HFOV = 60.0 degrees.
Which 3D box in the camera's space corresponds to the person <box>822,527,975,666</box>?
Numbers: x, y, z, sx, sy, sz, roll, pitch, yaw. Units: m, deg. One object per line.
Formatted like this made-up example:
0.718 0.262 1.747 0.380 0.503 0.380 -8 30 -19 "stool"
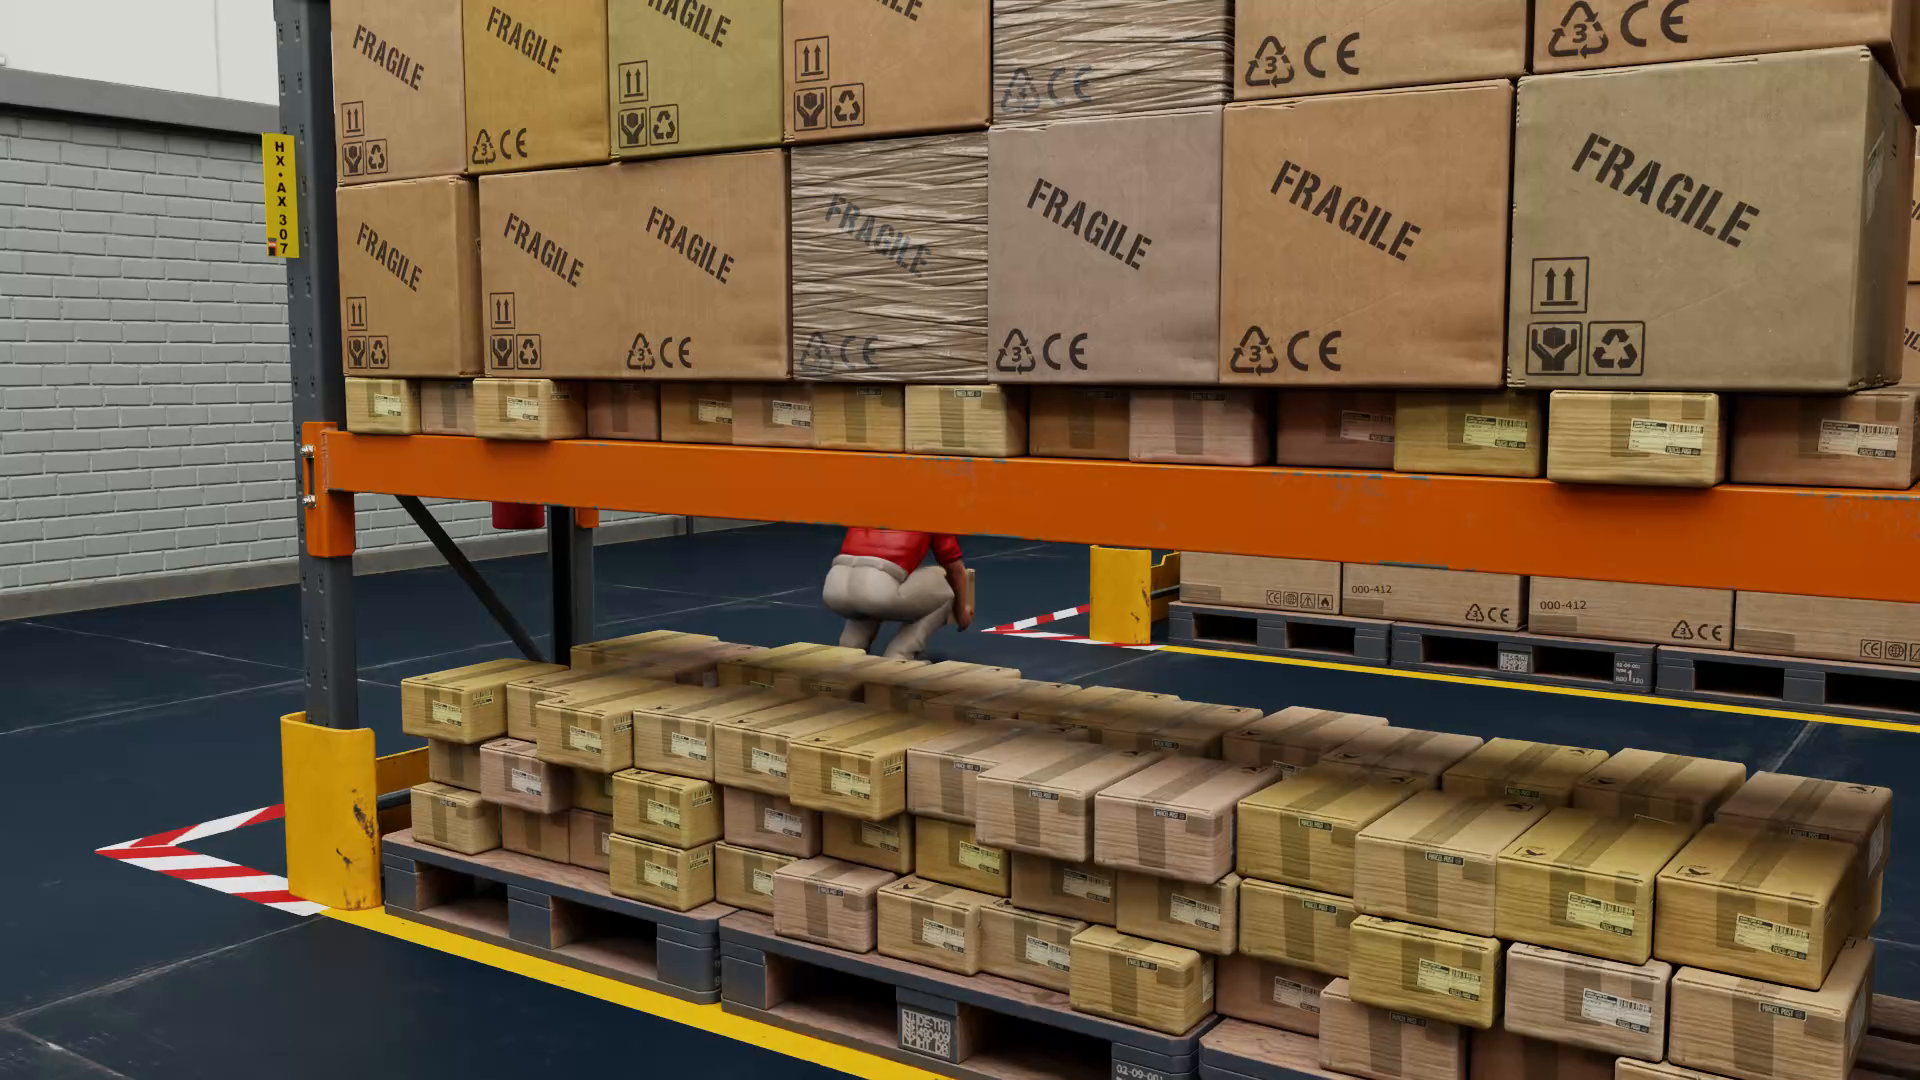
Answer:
-0.310 0.152 7.993 0.557 0.970 0.881 4 8 34 "person"
